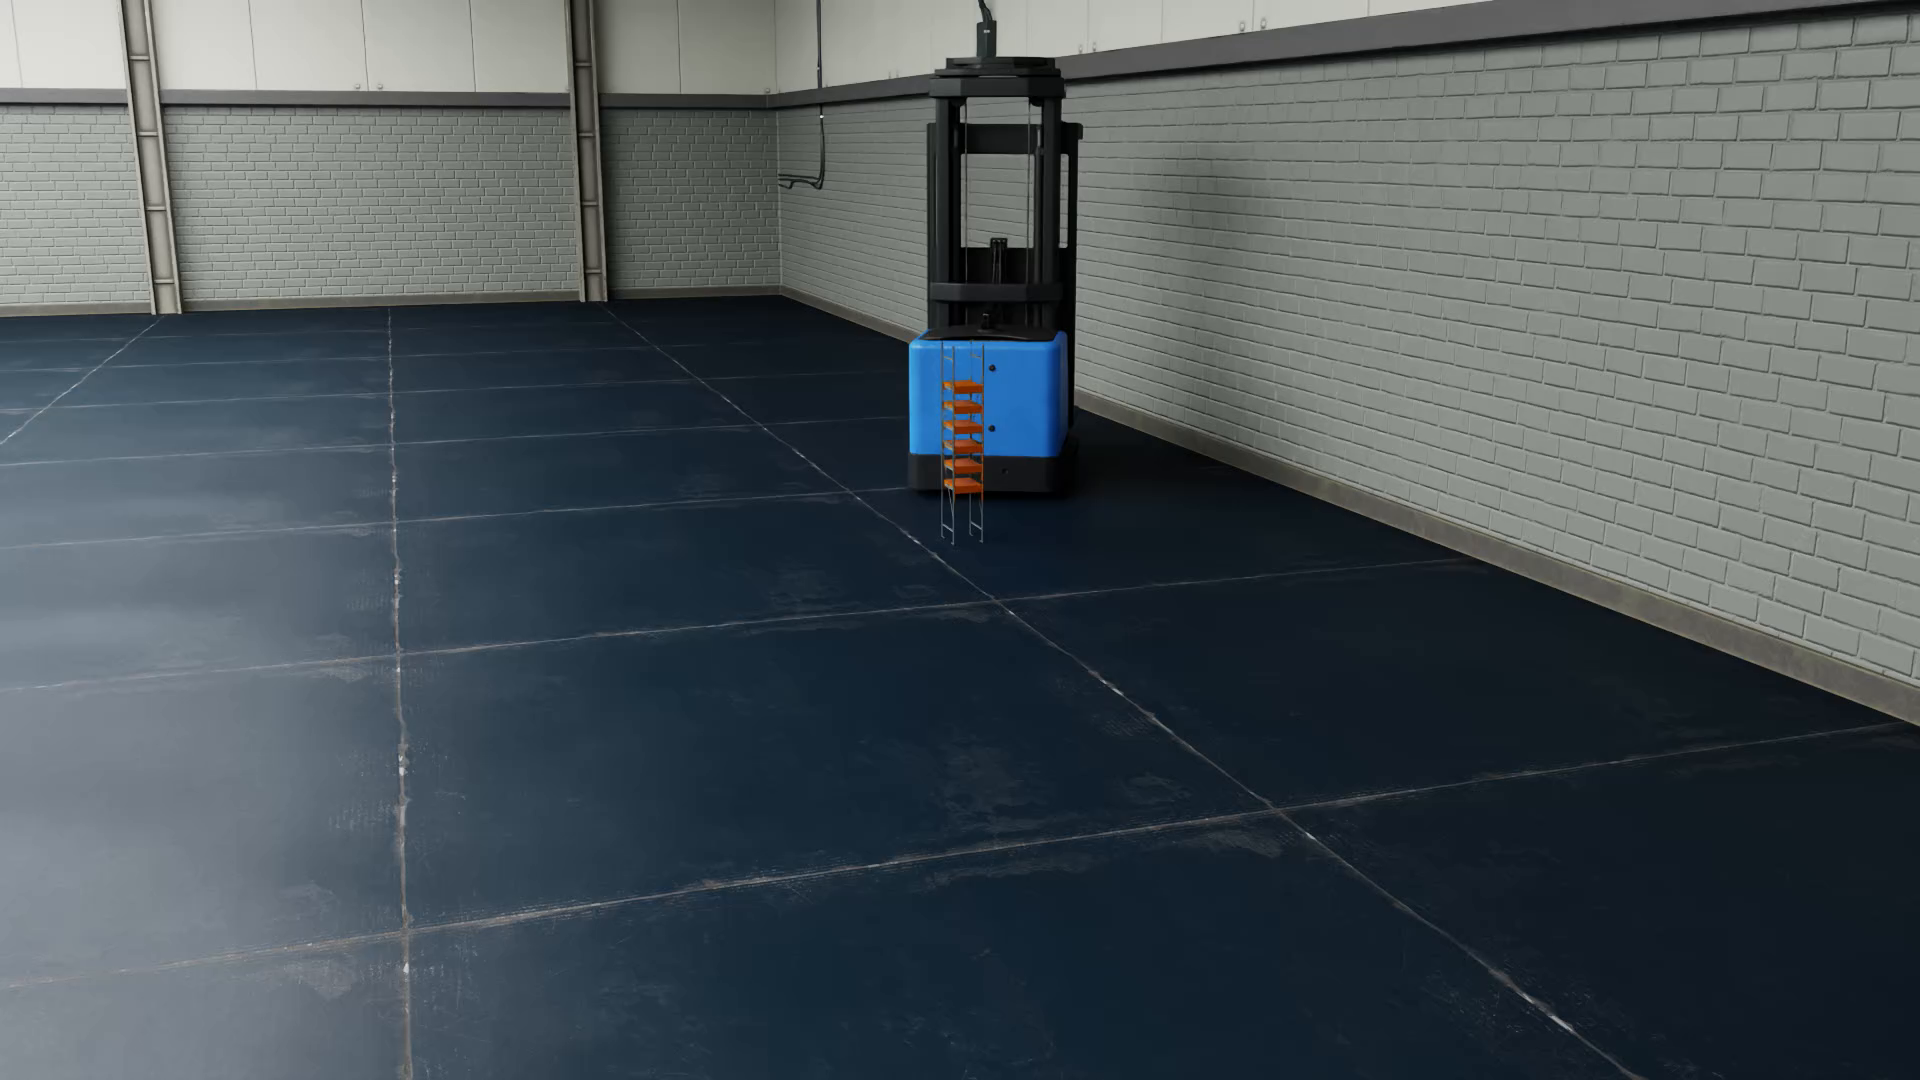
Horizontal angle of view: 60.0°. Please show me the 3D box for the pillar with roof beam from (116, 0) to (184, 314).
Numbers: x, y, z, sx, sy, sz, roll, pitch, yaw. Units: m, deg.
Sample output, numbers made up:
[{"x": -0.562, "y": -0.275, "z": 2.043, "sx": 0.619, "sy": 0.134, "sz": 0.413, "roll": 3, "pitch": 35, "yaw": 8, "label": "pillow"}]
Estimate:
[{"x": -9.971, "y": -6.688, "z": 18.812, "sx": 0.400, "sy": 9.000, "sz": 9.100, "roll": -4, "pitch": 14, "yaw": -18, "label": "pillar with roof beam"}]

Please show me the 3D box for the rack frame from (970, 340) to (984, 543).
[{"x": 0.100, "y": -0.592, "z": 10.037, "sx": 0.006, "sy": 1.200, "sz": 0.240, "roll": -4, "pitch": 14, "yaw": -18, "label": "rack frame"}]

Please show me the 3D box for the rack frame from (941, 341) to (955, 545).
[{"x": -0.073, "y": -0.578, "z": 9.980, "sx": 0.006, "sy": 1.200, "sz": 0.240, "roll": -4, "pitch": 14, "yaw": -18, "label": "rack frame"}]

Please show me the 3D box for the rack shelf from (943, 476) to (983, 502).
[{"x": 0.014, "y": -0.308, "z": 10.074, "sx": 0.180, "sy": 0.103, "sz": 0.258, "roll": -4, "pitch": 14, "yaw": -18, "label": "rack shelf"}]

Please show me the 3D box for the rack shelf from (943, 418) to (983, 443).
[{"x": 0.014, "y": -0.658, "z": 9.991, "sx": 0.180, "sy": 0.103, "sz": 0.258, "roll": -4, "pitch": 14, "yaw": -18, "label": "rack shelf"}]

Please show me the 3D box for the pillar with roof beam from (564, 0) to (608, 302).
[{"x": -4.284, "y": -7.130, "z": 20.674, "sx": 0.400, "sy": 9.000, "sz": 9.100, "roll": -4, "pitch": 14, "yaw": -18, "label": "pillar with roof beam"}]

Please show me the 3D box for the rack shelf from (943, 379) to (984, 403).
[{"x": 0.014, "y": -0.892, "z": 9.935, "sx": 0.180, "sy": 0.103, "sz": 0.258, "roll": -4, "pitch": 14, "yaw": -18, "label": "rack shelf"}]

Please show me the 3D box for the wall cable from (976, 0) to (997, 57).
[{"x": 0.569, "y": -7.573, "z": 15.186, "sx": 0.169, "sy": 6.003, "sz": 2.305, "roll": -4, "pitch": 14, "yaw": -18, "label": "wall cable"}]

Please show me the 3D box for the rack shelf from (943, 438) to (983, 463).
[{"x": 0.014, "y": -0.542, "z": 10.019, "sx": 0.180, "sy": 0.103, "sz": 0.258, "roll": -4, "pitch": 14, "yaw": -18, "label": "rack shelf"}]

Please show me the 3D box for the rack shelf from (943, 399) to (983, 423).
[{"x": 0.014, "y": -0.775, "z": 9.963, "sx": 0.180, "sy": 0.103, "sz": 0.258, "roll": -4, "pitch": 14, "yaw": -18, "label": "rack shelf"}]

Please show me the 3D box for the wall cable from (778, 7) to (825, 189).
[{"x": -2.443, "y": -6.491, "z": 24.697, "sx": 0.112, "sy": 2.526, "sz": 3.097, "roll": -4, "pitch": 14, "yaw": -18, "label": "wall cable"}]

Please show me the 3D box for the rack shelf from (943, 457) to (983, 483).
[{"x": 0.014, "y": -0.425, "z": 10.046, "sx": 0.180, "sy": 0.103, "sz": 0.258, "roll": -4, "pitch": 14, "yaw": -18, "label": "rack shelf"}]

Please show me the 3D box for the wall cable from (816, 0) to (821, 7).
[{"x": -1.581, "y": -8.355, "z": 21.618, "sx": 0.112, "sy": 2.526, "sz": 3.097, "roll": -4, "pitch": 14, "yaw": -18, "label": "wall cable"}]

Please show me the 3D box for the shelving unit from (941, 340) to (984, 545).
[{"x": 0.014, "y": -0.585, "z": 10.008, "sx": 0.189, "sy": 1.200, "sz": 0.258, "roll": -4, "pitch": 14, "yaw": -18, "label": "shelving unit"}]

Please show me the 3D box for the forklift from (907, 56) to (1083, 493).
[{"x": 0.333, "y": -2.034, "z": 12.358, "sx": 1.130, "sy": 2.935, "sz": 3.031, "roll": 2, "pitch": 13, "yaw": 7, "label": "forklift"}]
